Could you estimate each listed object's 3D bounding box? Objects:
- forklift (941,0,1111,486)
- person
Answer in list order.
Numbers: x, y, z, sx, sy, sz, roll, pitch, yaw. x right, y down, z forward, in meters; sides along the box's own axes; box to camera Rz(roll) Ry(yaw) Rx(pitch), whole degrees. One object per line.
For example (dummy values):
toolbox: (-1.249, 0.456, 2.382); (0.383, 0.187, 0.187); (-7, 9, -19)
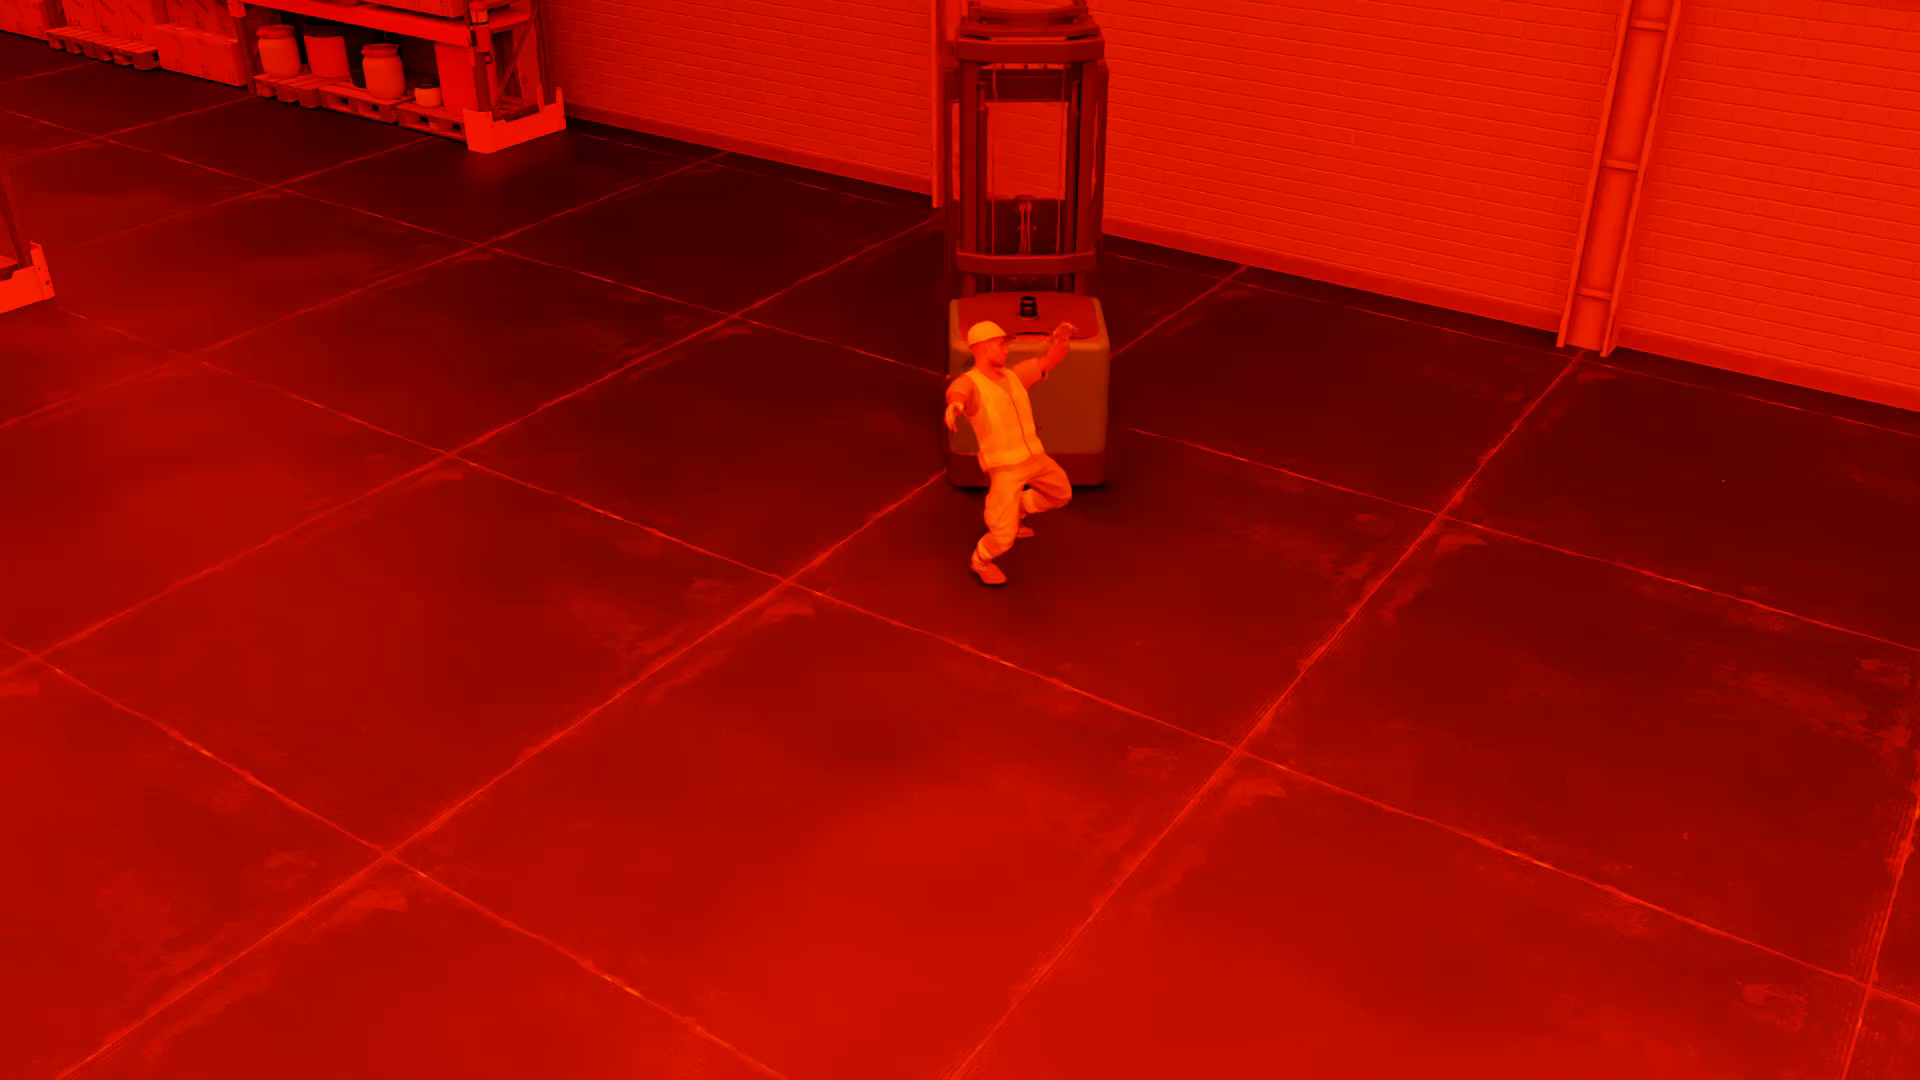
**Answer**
forklift: (0.424, -2.322, 11.580); (1.130, 2.935, 3.031); (-1, 30, -1)
person: (0.143, -0.484, 9.683); (0.697, 1.625, 1.073); (22, 37, 33)
